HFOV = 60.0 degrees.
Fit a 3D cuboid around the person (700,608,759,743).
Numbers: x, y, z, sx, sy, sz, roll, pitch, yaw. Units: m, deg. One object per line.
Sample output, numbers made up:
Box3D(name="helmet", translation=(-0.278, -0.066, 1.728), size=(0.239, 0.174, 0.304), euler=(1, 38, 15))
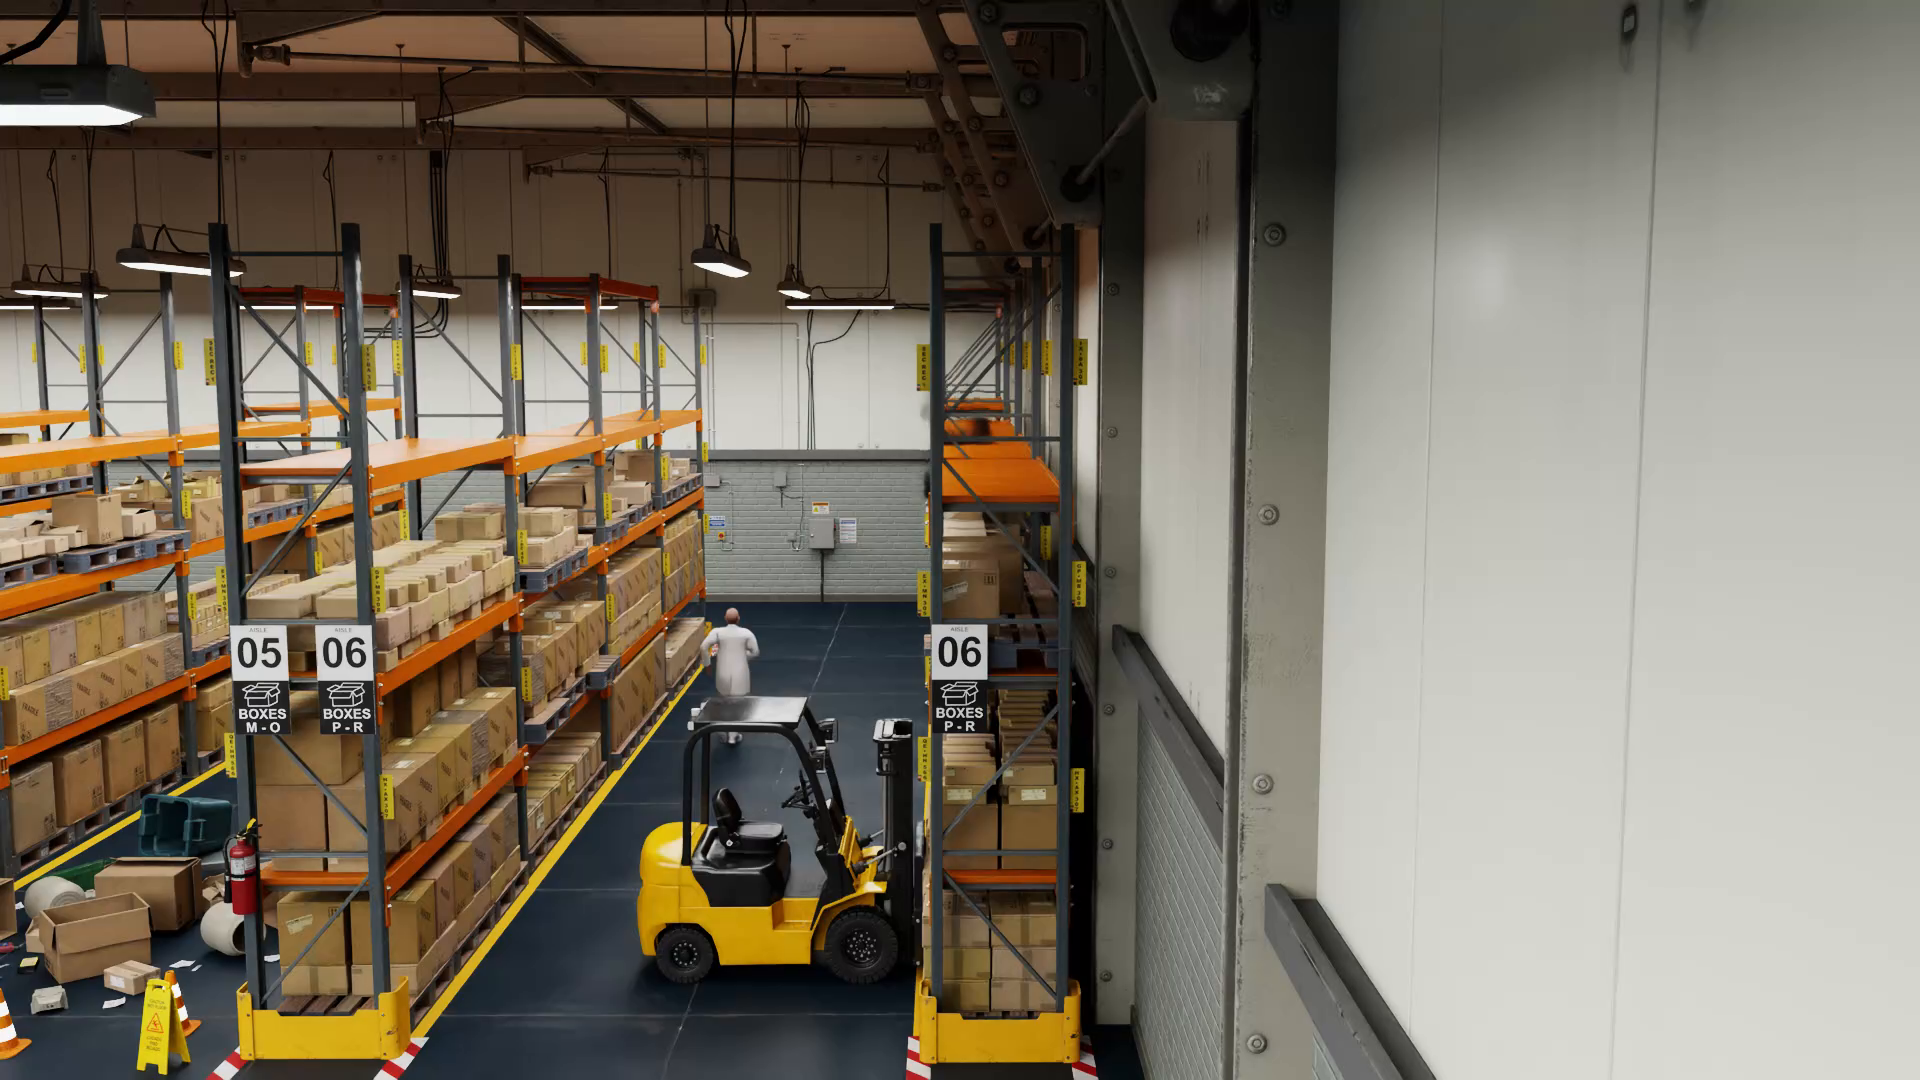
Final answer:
Box3D(name="person", translation=(-2.983, 1.773, 21.717), size=(0.741, 1.795, 0.735), euler=(0, 7, 2))
